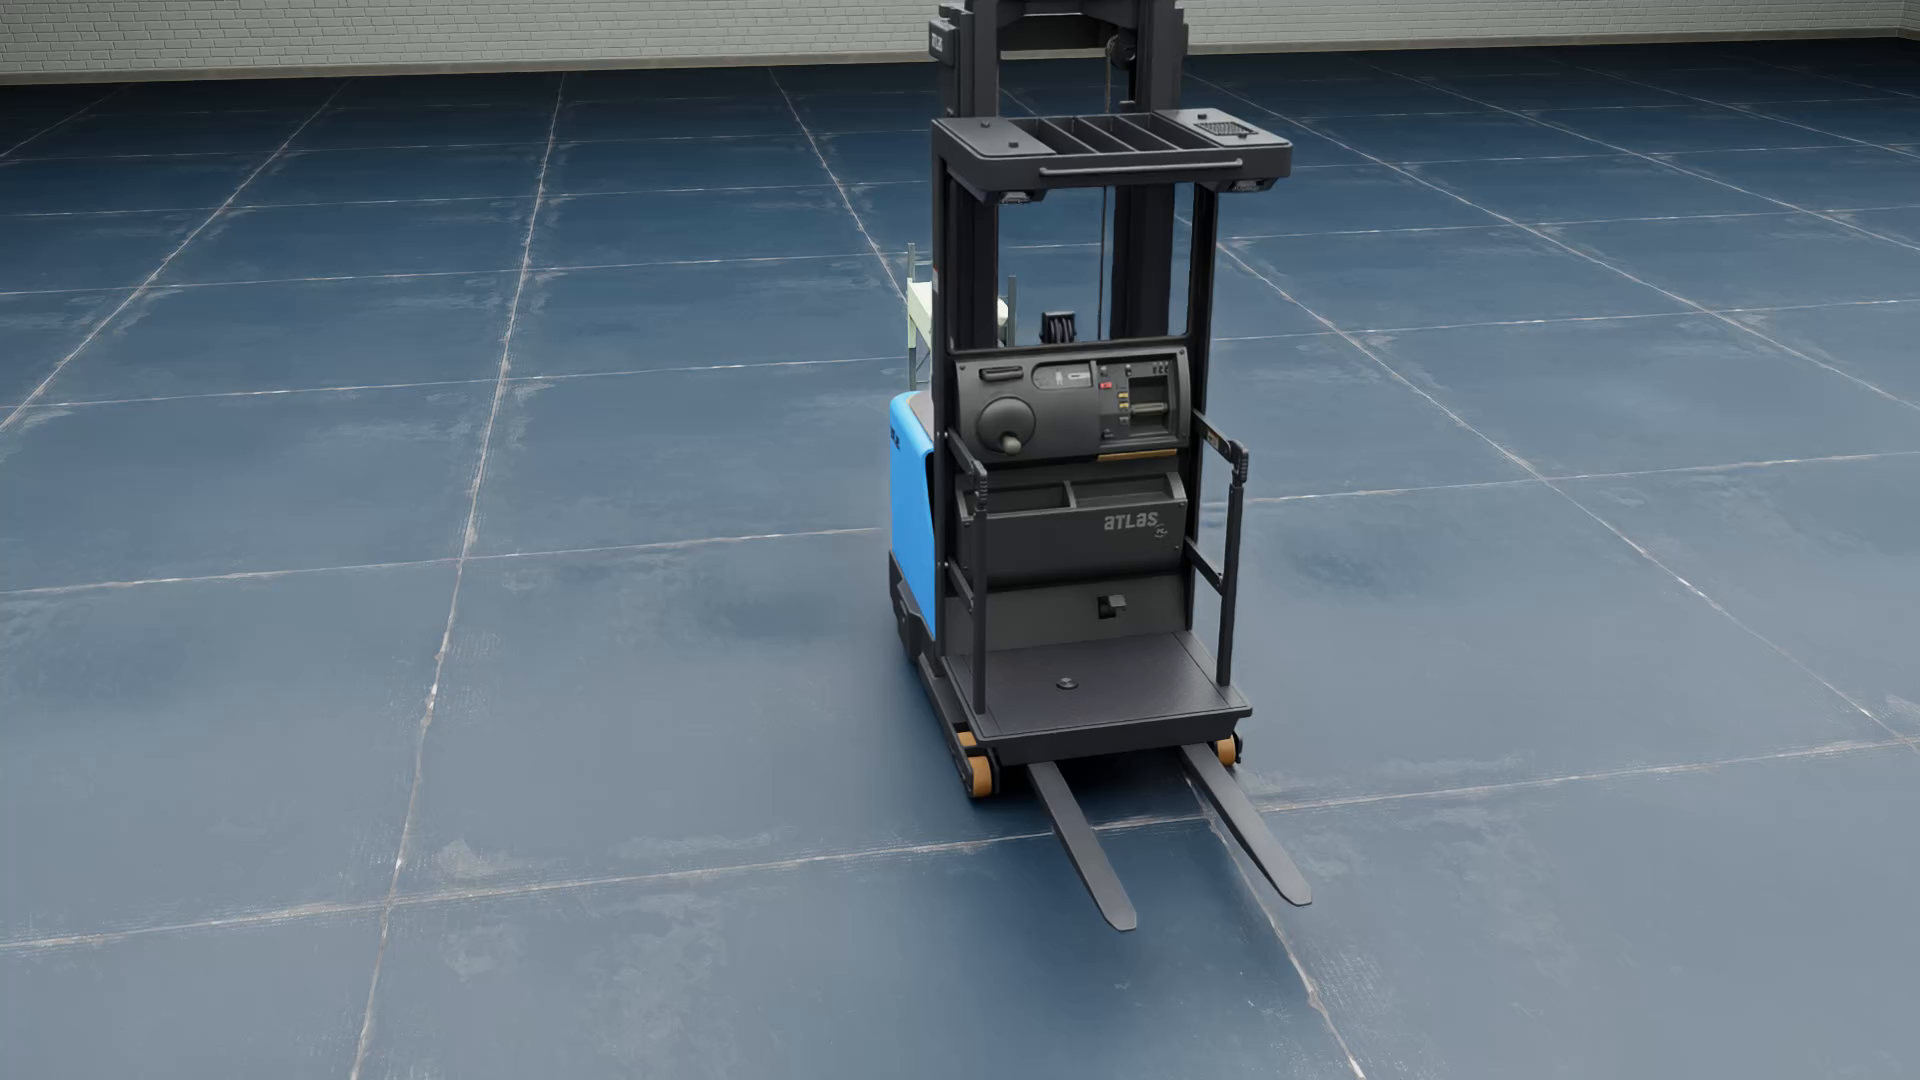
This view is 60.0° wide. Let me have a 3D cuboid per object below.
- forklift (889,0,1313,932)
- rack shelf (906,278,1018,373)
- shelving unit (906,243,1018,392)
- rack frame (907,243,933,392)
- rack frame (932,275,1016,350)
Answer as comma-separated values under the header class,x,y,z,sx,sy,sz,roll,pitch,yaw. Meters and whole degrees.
class,x,y,z,sx,sy,sz,roll,pitch,yaw
forklift,0.494,-0.507,6.248,1.130,2.935,3.031,-5,24,-12
rack shelf,-0.001,-1.048,8.300,0.431,0.370,0.720,-4,24,-10
shelving unit,-0.001,-0.690,8.456,0.431,1.500,0.755,-4,24,-10
rack frame,-0.069,-0.834,8.785,0.400,1.500,0.023,-4,24,-10
rack frame,0.066,-0.546,8.126,0.400,1.500,0.023,-4,24,-10
